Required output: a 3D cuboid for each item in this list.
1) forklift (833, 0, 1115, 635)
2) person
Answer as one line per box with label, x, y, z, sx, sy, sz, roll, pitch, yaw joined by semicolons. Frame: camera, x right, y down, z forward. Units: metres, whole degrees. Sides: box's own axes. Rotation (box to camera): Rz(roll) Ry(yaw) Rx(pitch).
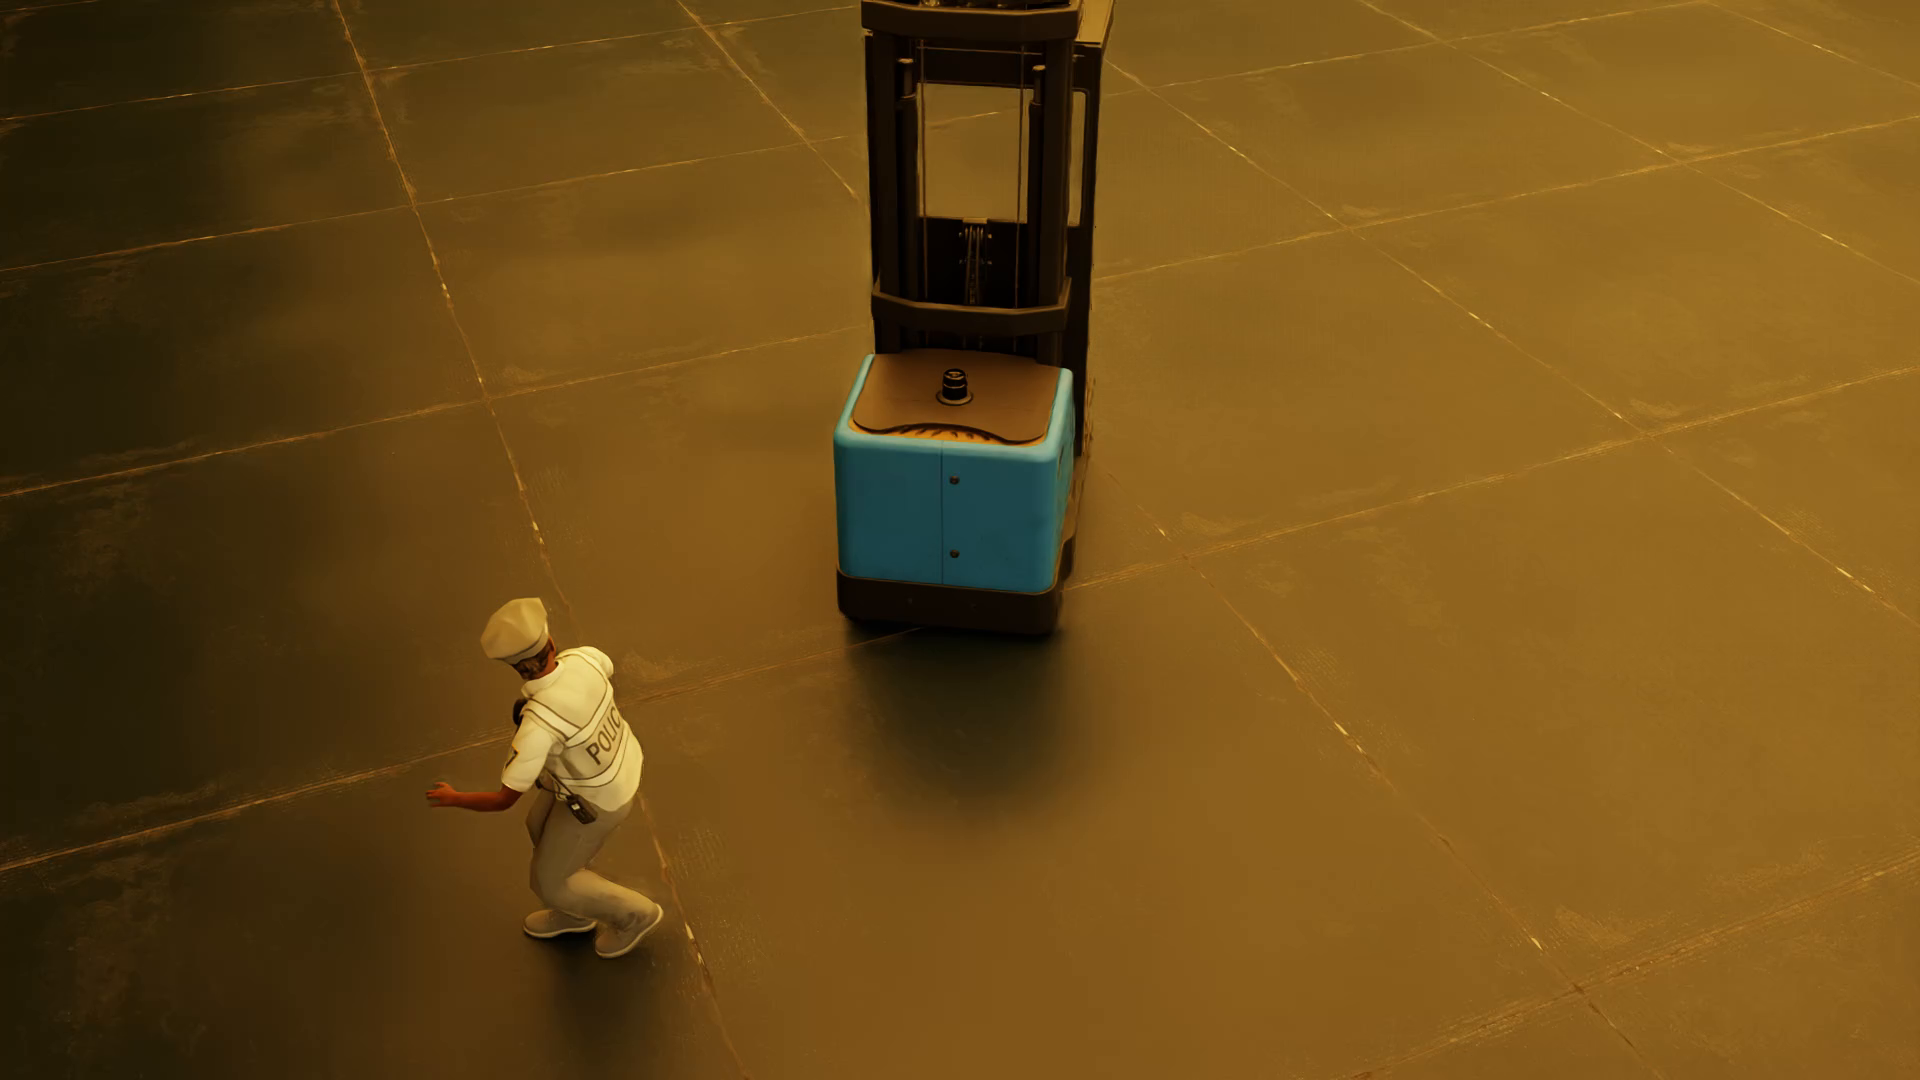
forklift;0.146;-1.592;8.337;1.130;2.935;3.031;5;36;7
person;-1.510;0.865;6.065;0.748;1.564;0.760;0;35;1
